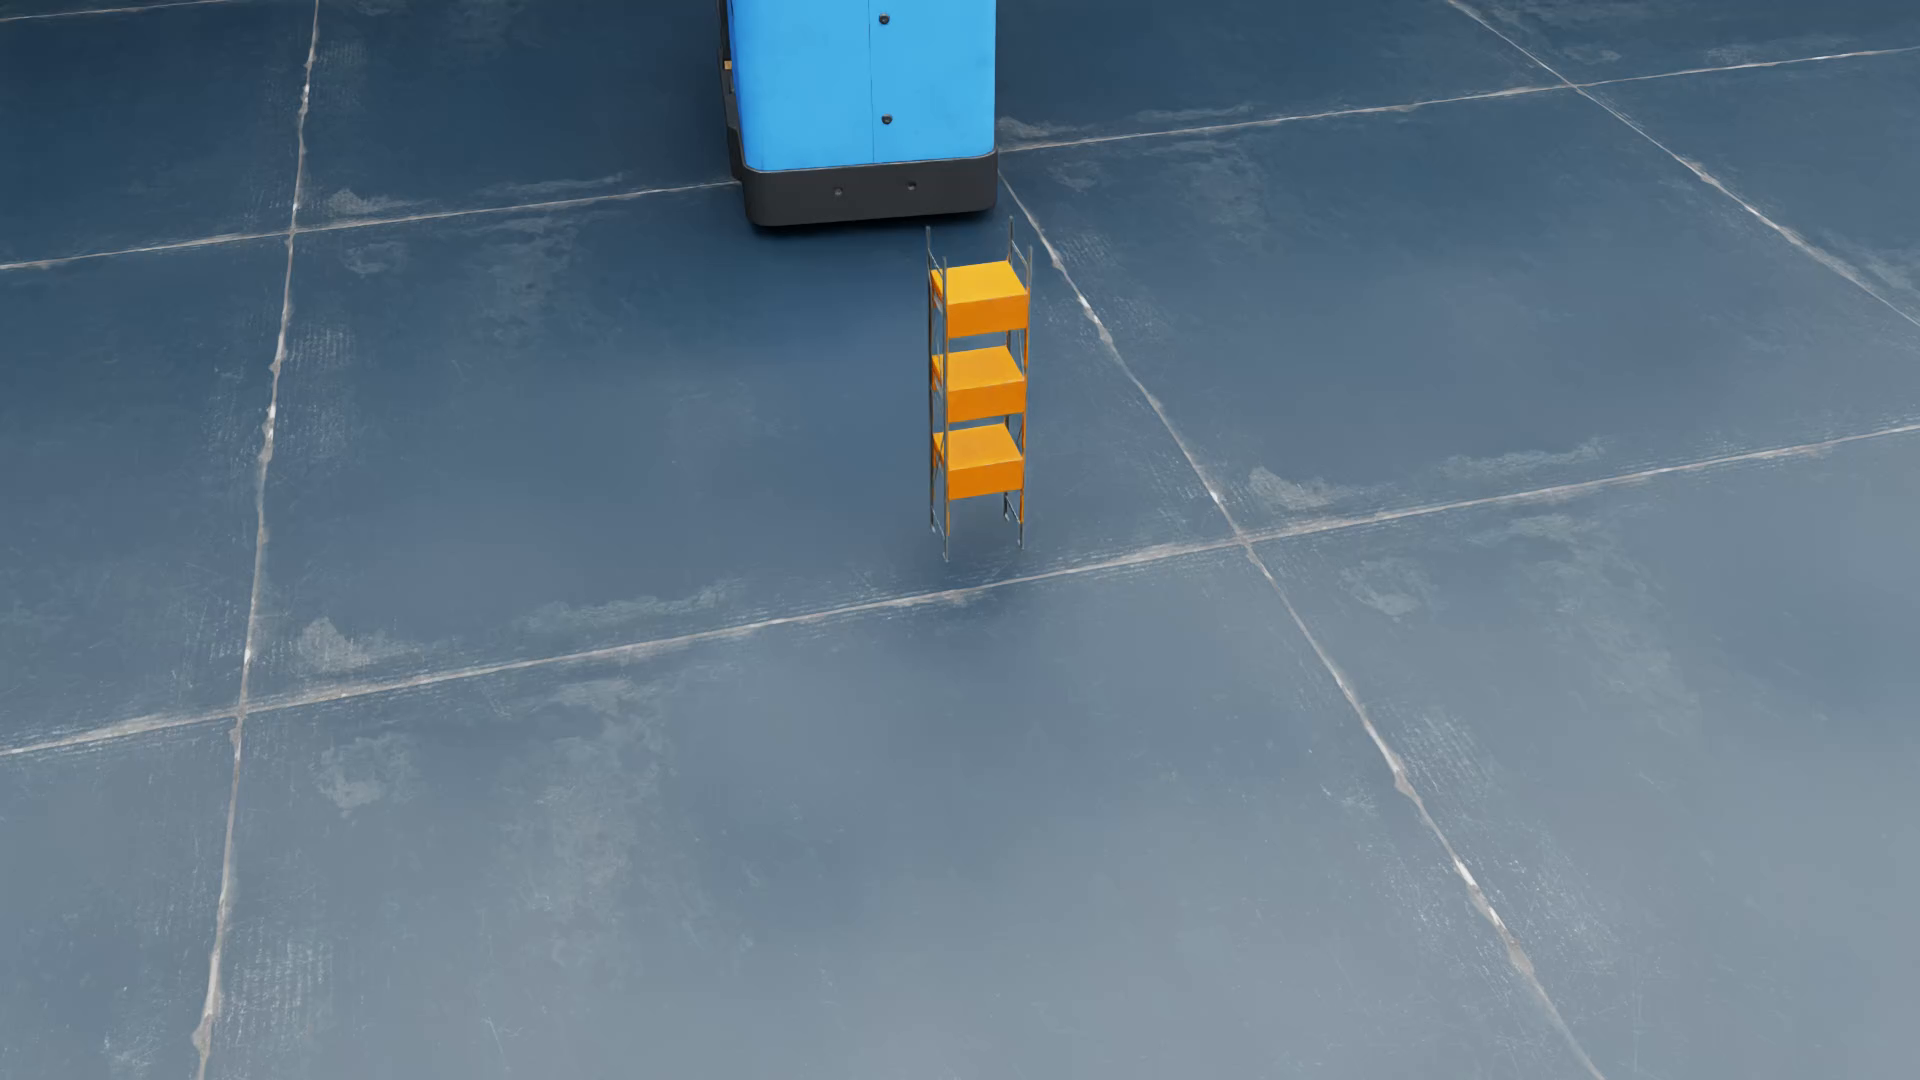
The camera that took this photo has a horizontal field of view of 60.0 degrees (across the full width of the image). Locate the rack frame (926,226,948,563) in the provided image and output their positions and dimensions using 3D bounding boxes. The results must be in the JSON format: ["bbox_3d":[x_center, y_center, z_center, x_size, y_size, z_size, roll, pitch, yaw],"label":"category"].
[{"bbox_3d":[-0.066,-0.406,4.917,0.008,1.050,0.200,-9,38,-12],"label":"rack frame"}]

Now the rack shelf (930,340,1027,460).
[{"bbox_3d":[0.052,-0.417,4.949,0.240,0.259,0.215,-9,38,-12],"label":"rack shelf"}]

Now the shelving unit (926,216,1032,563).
[{"bbox_3d":[0.052,-0.425,4.942,0.252,1.050,0.215,-9,38,-12],"label":"shelving unit"}]

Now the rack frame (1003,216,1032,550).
[{"bbox_3d":[0.169,-0.445,4.967,0.008,1.050,0.200,-9,38,-12],"label":"rack frame"}]

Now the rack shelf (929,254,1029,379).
[{"bbox_3d":[0.052,-0.642,4.776,0.240,0.259,0.215,-9,38,-12],"label":"rack shelf"}]

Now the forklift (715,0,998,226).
[{"bbox_3d":[-0.593,-3.340,7.204,1.130,2.935,3.031,-6,38,-7],"label":"forklift"}]

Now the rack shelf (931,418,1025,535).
[{"bbox_3d":[0.052,-0.196,5.117,0.240,0.259,0.215,-9,38,-12],"label":"rack shelf"}]
